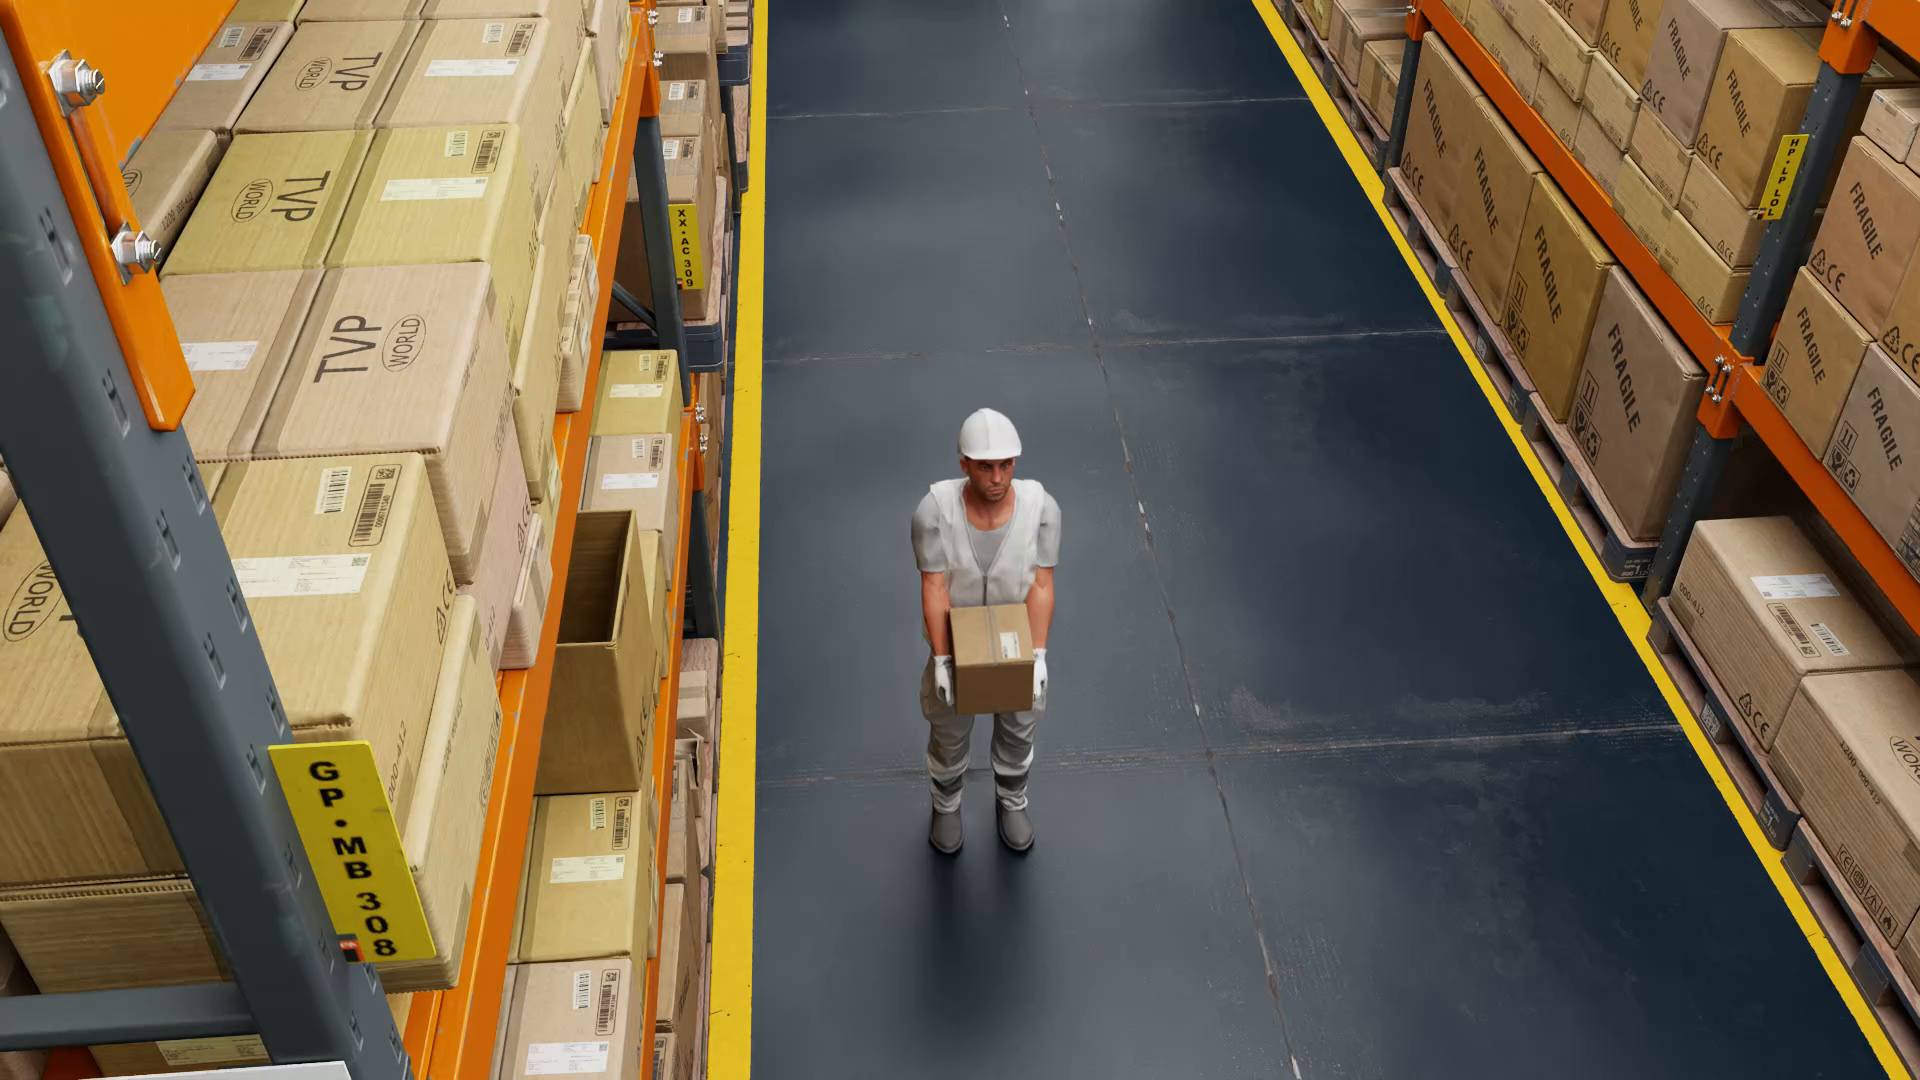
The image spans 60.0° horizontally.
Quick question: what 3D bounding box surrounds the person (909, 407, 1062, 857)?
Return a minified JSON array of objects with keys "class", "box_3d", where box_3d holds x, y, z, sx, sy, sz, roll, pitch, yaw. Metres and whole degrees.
[{"class":"person","box_3d":[0.096,0.400,5.636,0.504,1.790,0.559,-3,39,-4]}]
